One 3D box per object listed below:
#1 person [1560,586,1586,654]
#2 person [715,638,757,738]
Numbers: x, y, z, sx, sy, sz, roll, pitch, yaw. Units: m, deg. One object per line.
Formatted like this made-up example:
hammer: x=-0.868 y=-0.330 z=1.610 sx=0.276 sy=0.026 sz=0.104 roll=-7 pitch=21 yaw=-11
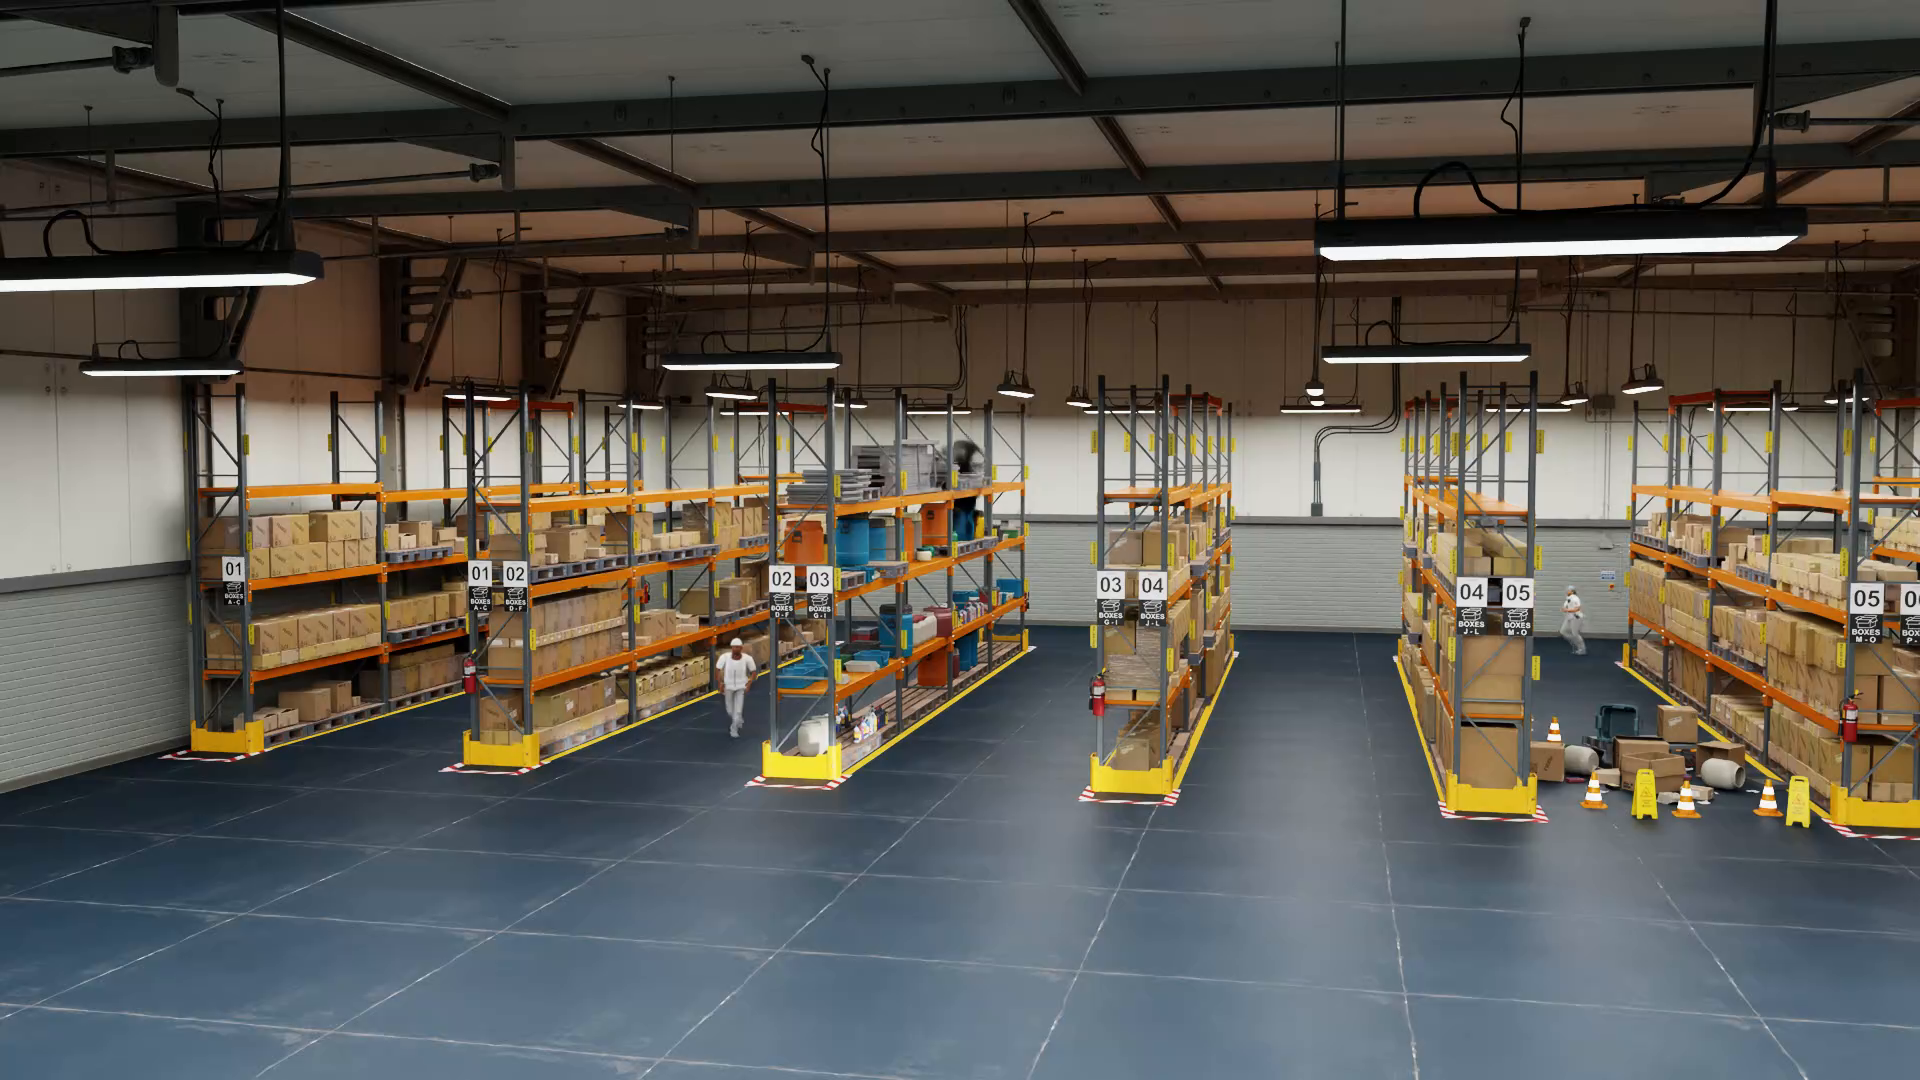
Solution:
person: x=14.652 y=1.921 z=39.898 sx=0.621 sy=1.635 sz=0.591 roll=0 pitch=3 yaw=-8
person: x=-3.849 y=2.524 z=28.577 sx=0.701 sy=1.704 sz=0.592 roll=0 pitch=3 yaw=-1
